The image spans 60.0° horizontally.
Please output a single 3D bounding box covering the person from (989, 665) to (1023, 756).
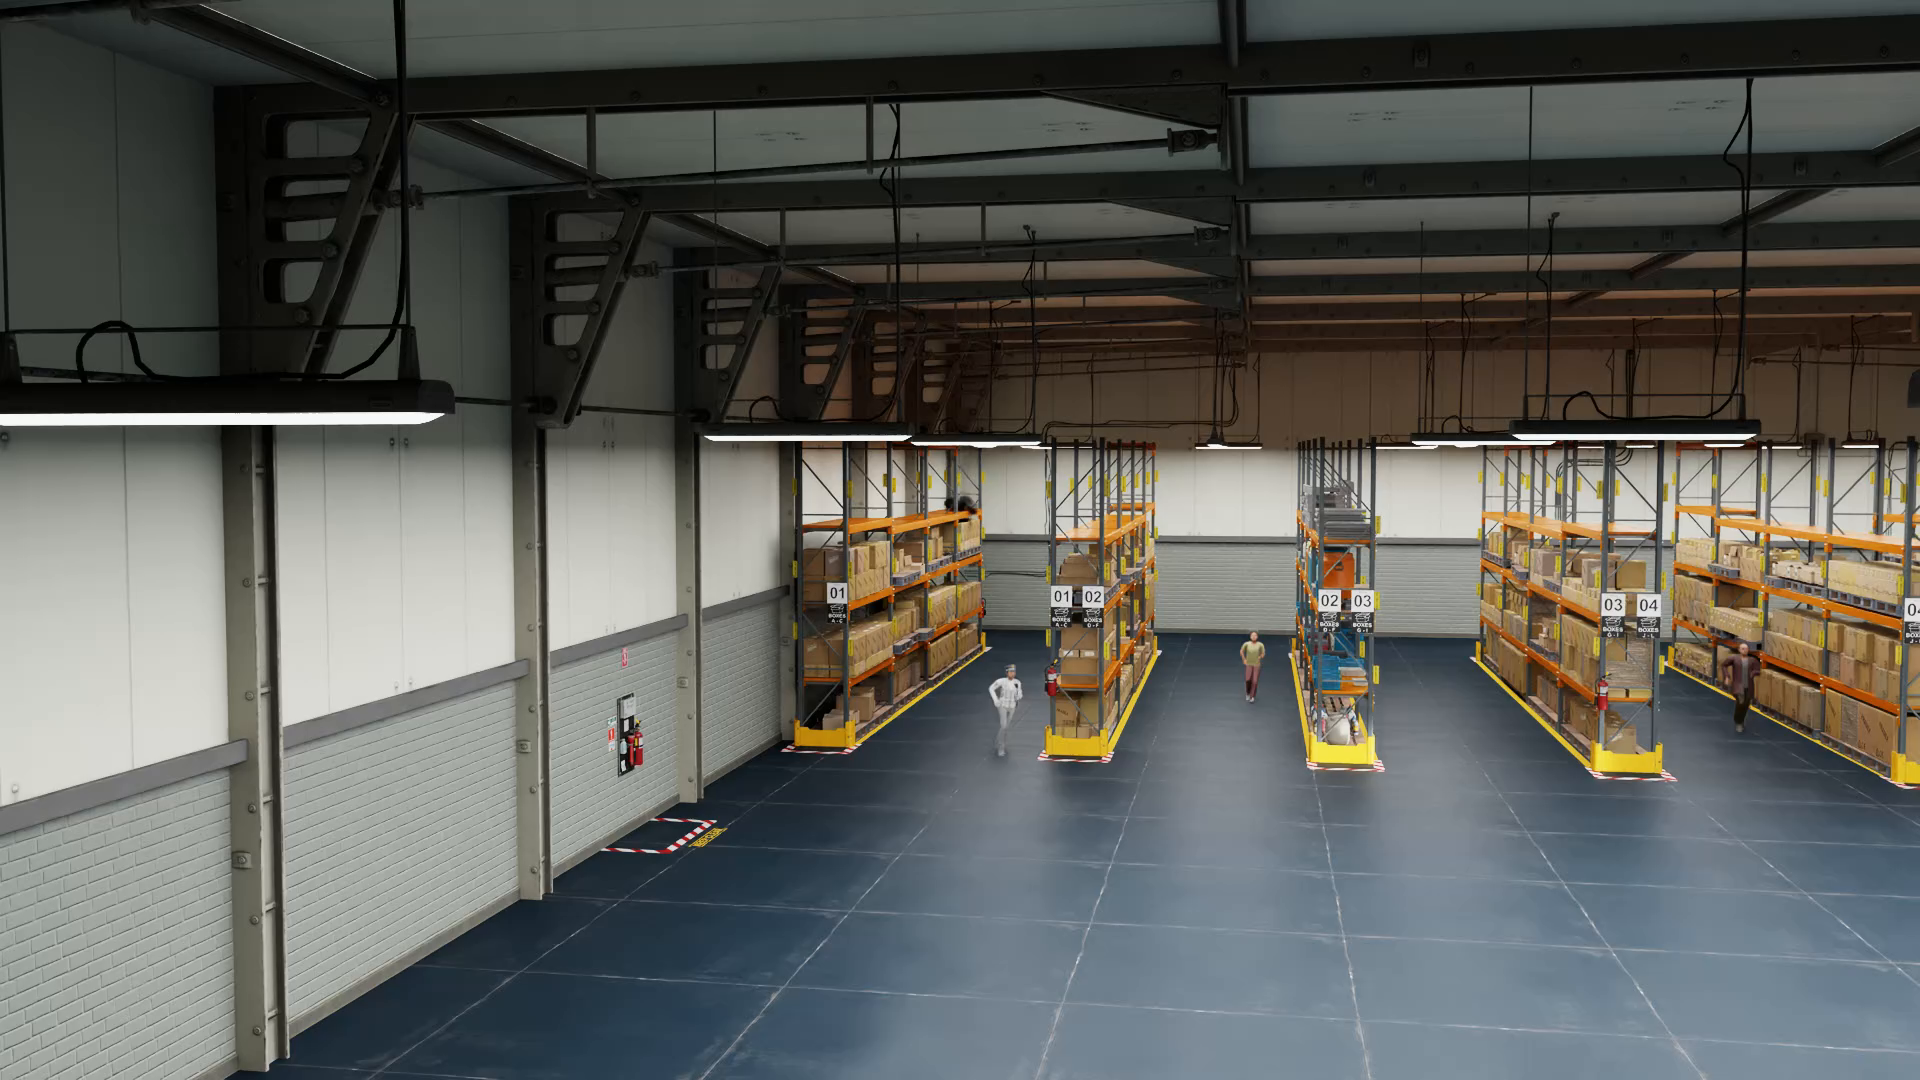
[{"bbox_3d":[0.898,3.228,31.695,0.611,1.736,0.748,-1,3,-21],"label":"person"}]

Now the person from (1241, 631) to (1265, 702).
[{"bbox_3d":[6.681,2.884,37.910,0.554,1.642,0.617,0,3,7],"label":"person"}]

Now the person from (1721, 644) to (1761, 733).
[{"bbox_3d":[16.037,3.037,34.086,0.674,1.829,0.811,0,3,5],"label":"person"}]
